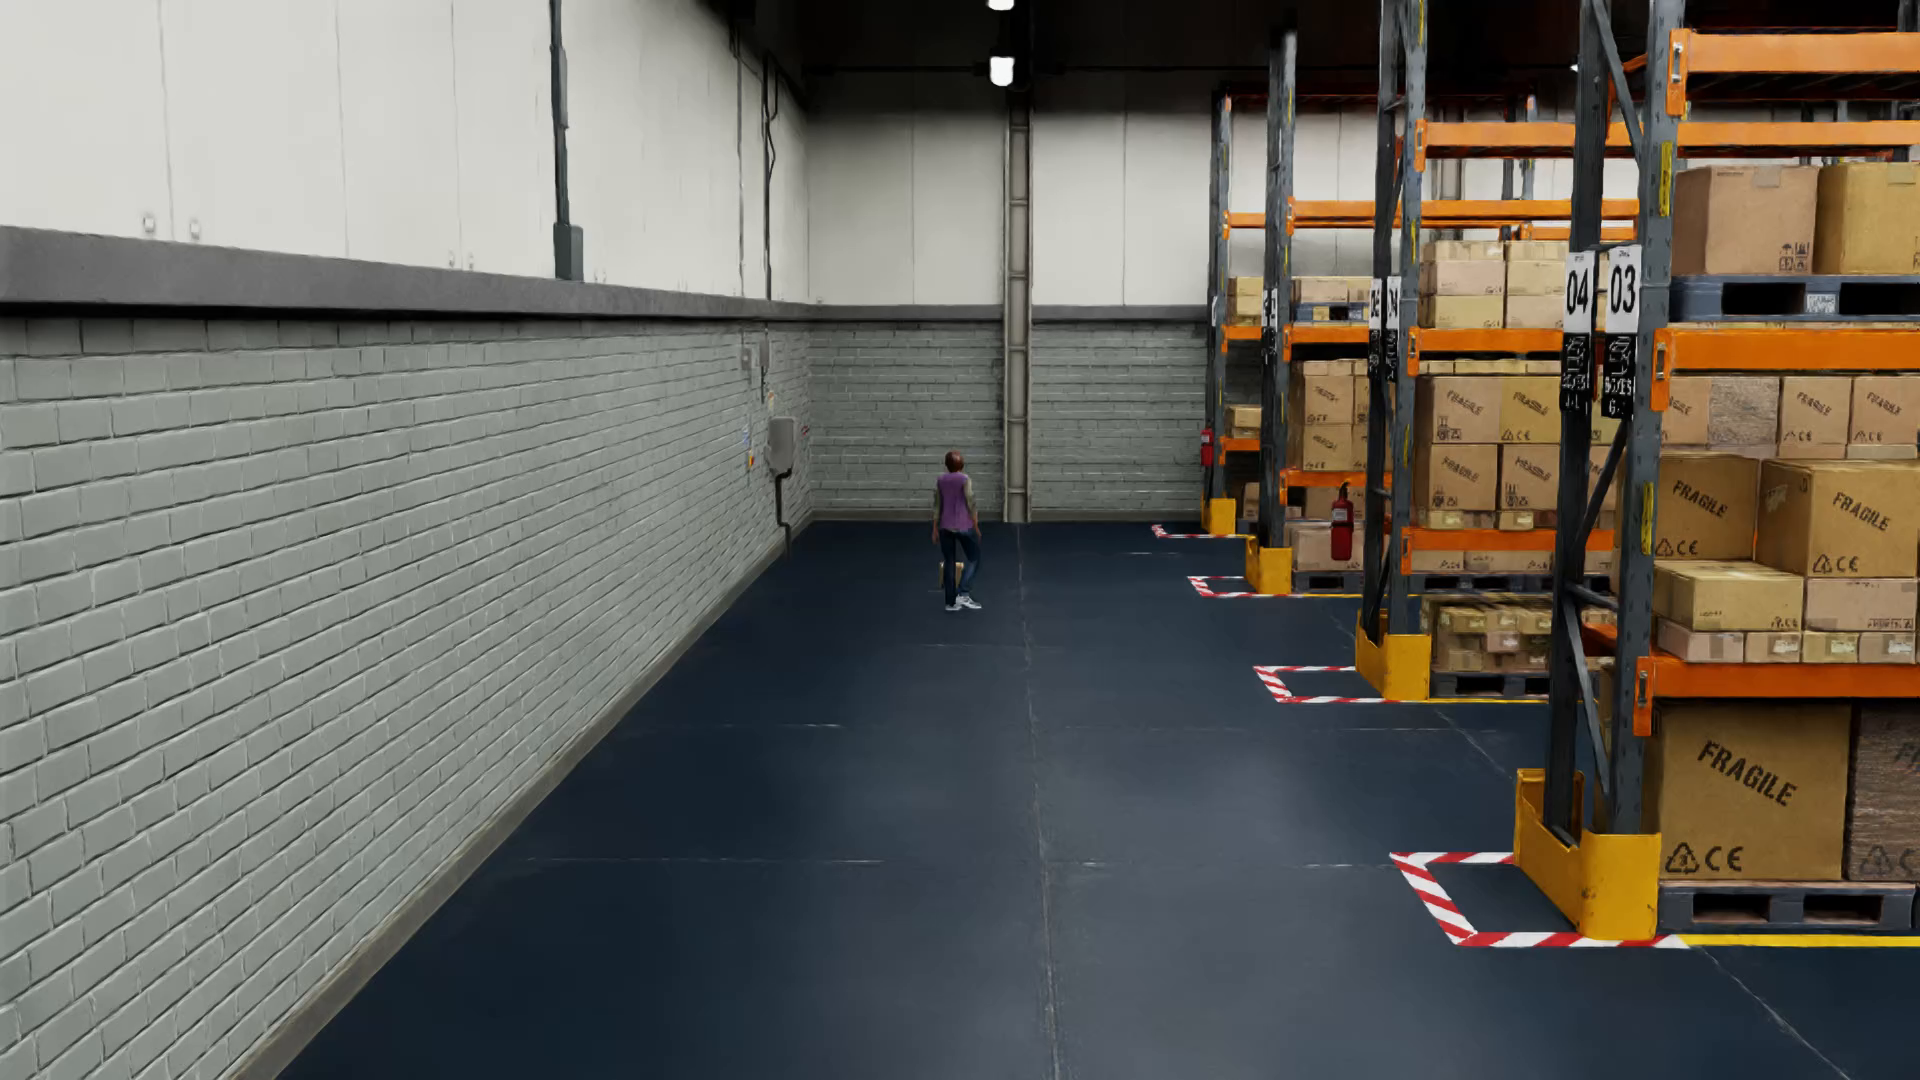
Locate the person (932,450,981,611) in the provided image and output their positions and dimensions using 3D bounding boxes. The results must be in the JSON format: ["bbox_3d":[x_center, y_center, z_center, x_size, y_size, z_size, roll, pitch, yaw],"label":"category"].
[{"bbox_3d":[-0.013,-0.085,16.351,0.580,1.589,0.420,4,8,27],"label":"person"}]
